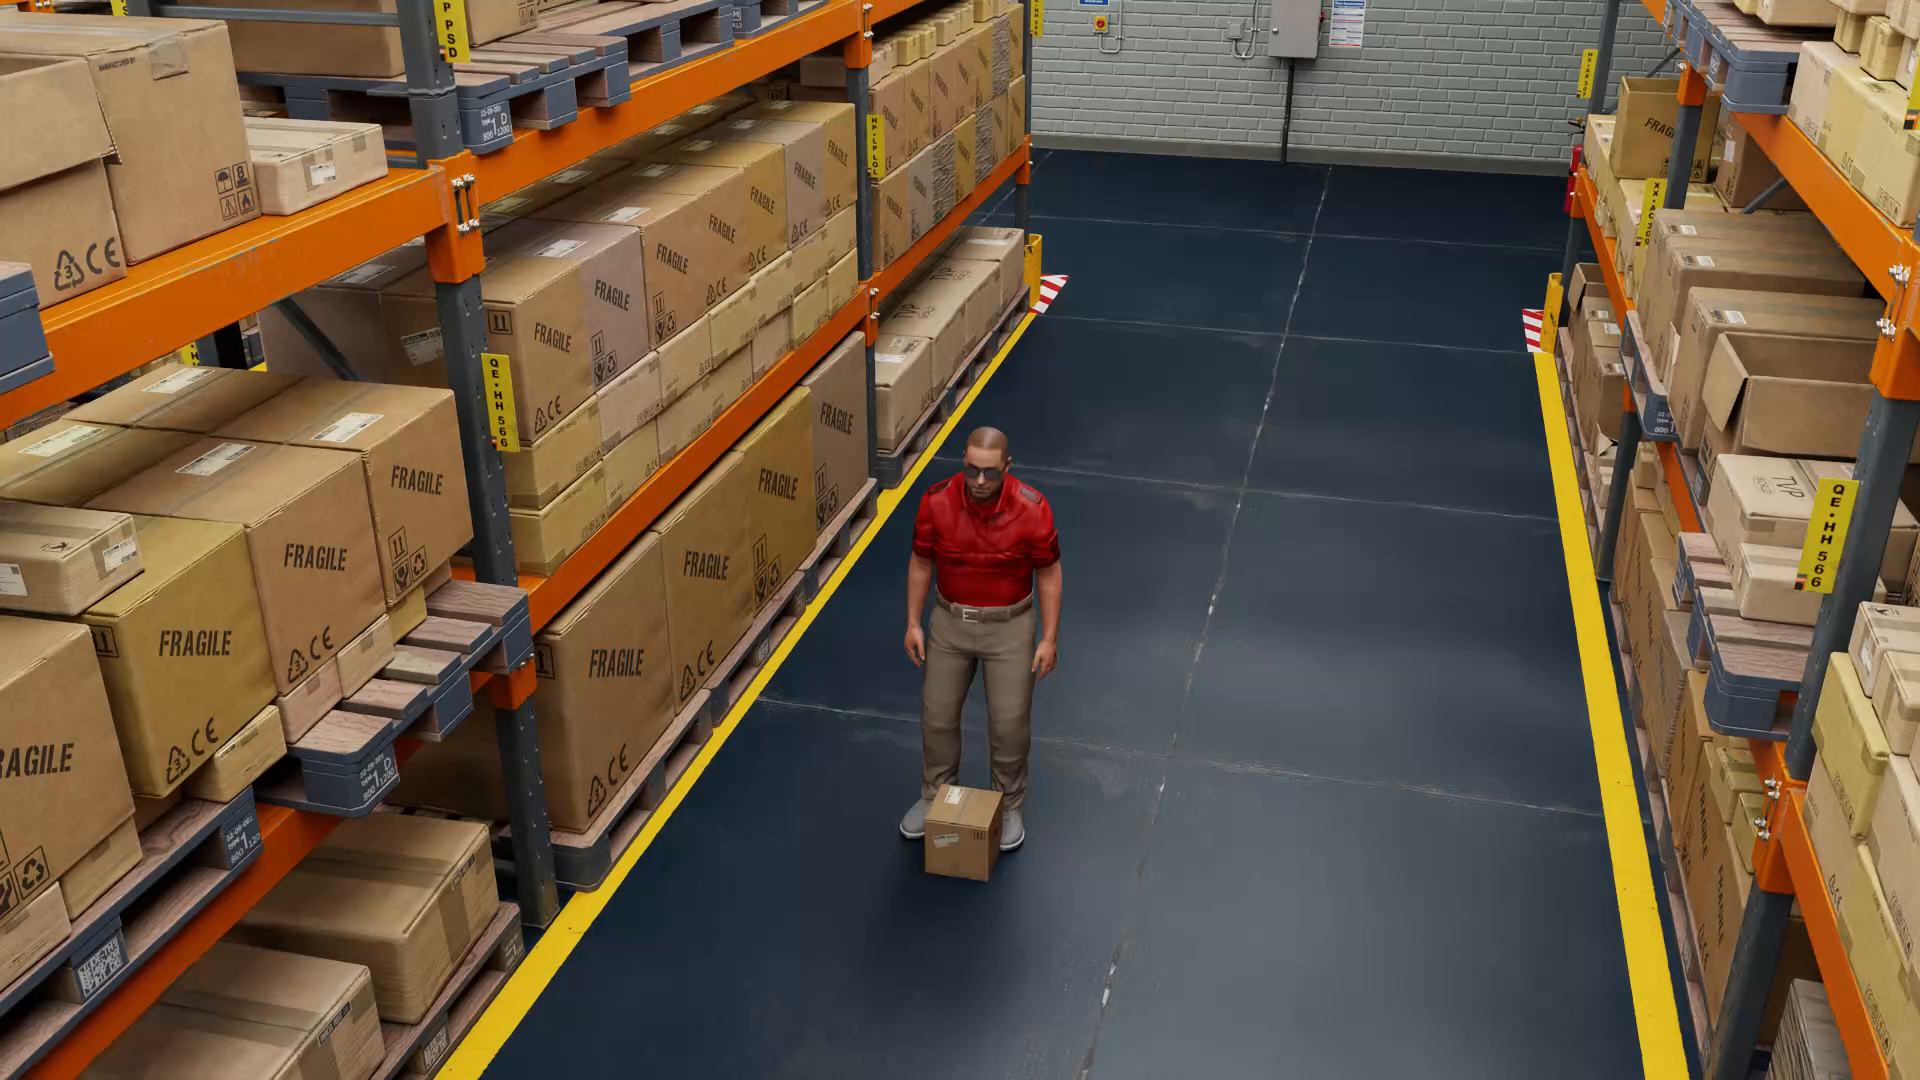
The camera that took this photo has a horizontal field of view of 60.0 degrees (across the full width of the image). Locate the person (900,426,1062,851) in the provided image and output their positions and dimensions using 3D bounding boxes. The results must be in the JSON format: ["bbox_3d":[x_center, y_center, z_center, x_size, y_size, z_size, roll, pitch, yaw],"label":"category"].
[{"bbox_3d":[0.080,0.359,6.358,0.605,1.728,0.385,5,26,11],"label":"person"}]
